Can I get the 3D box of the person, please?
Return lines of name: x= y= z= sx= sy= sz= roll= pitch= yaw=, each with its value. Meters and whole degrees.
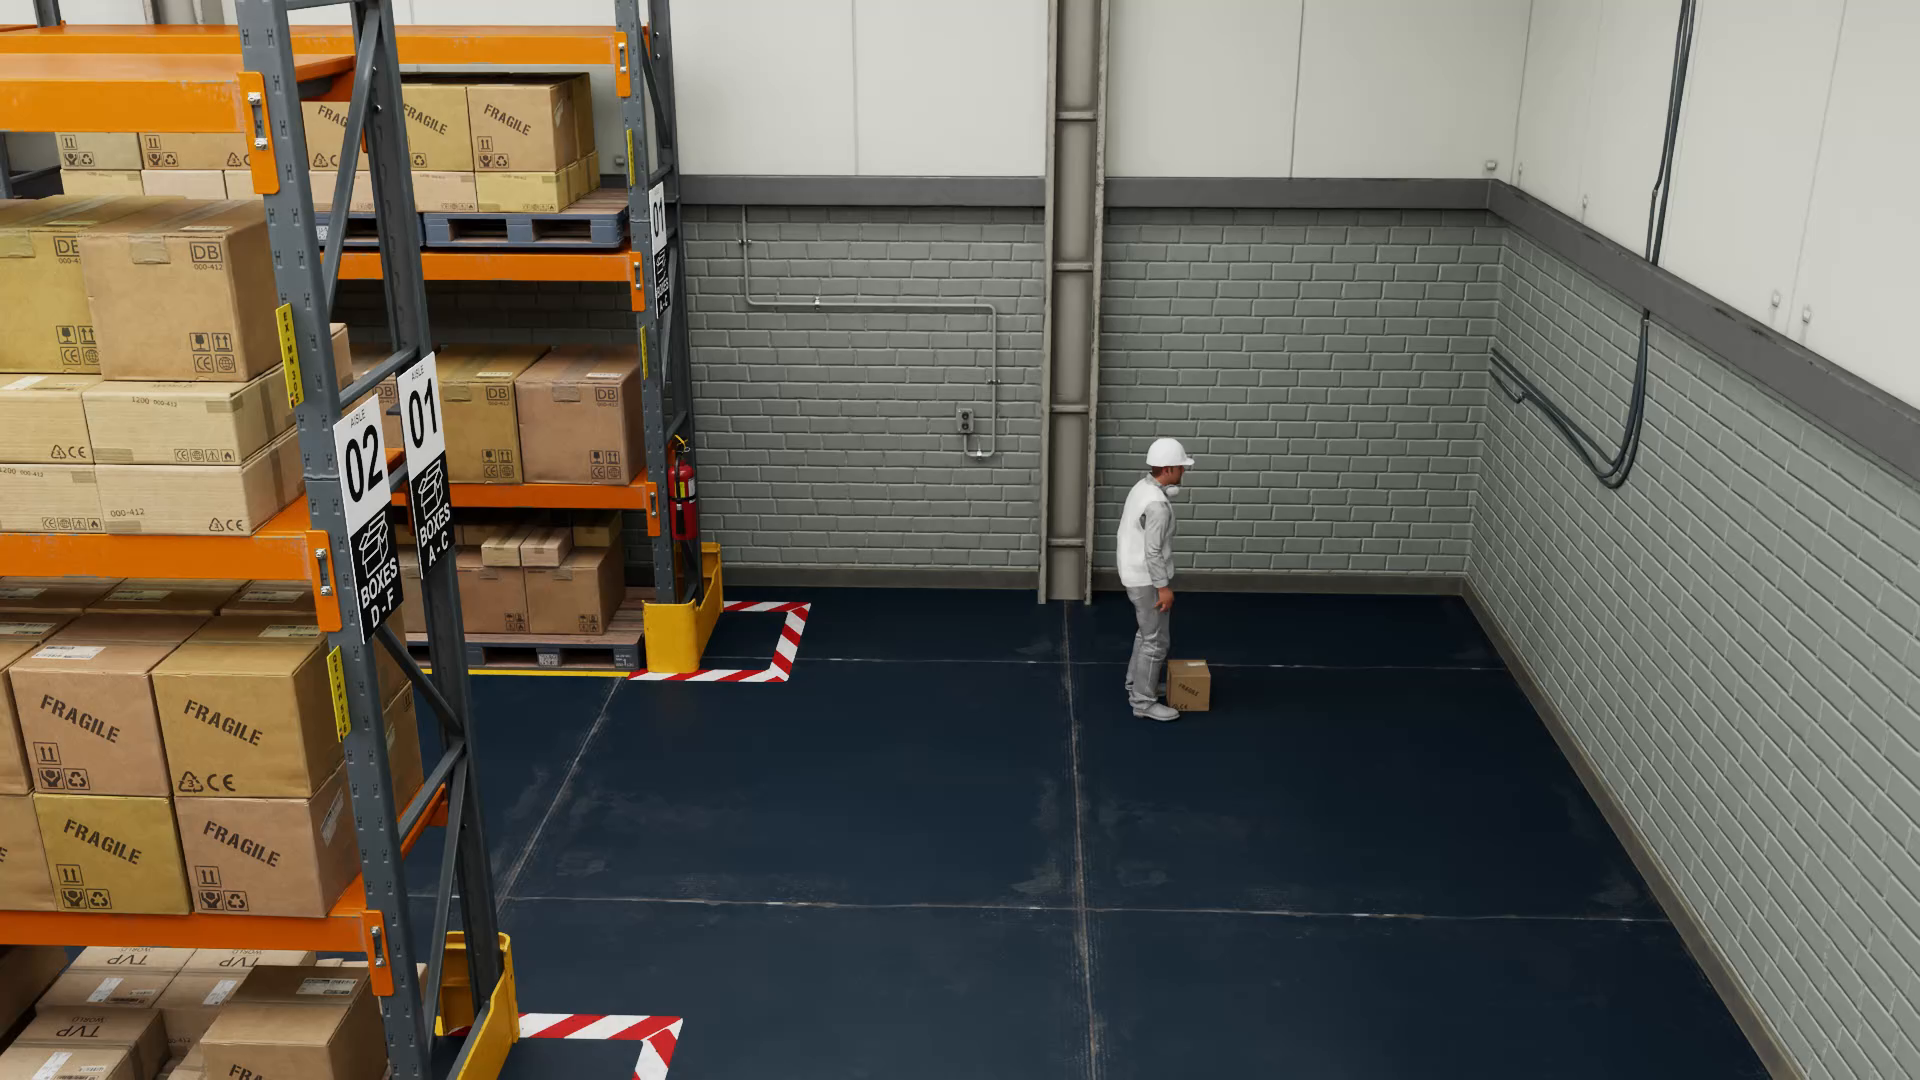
person: x=1.211 y=0.220 z=10.455 sx=0.459 sy=1.773 sz=0.590 roll=0 pitch=21 yaw=0
